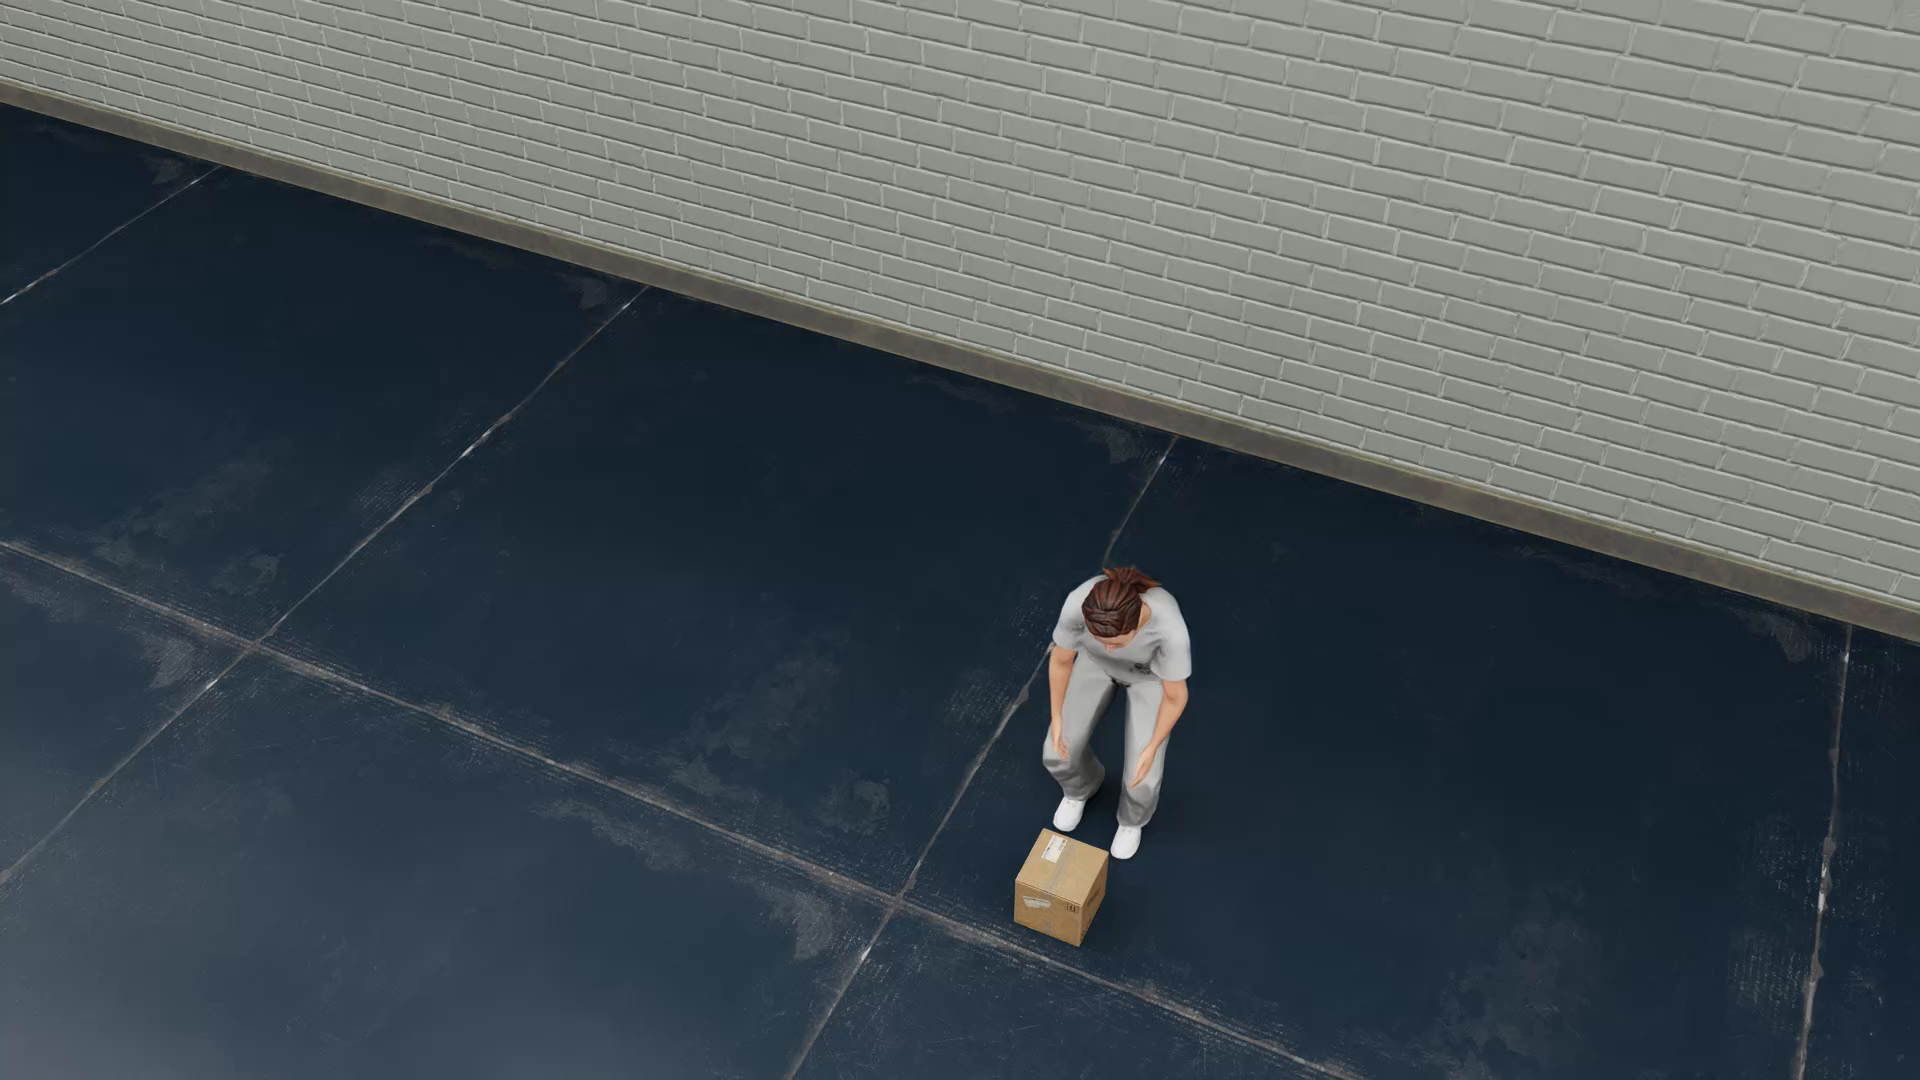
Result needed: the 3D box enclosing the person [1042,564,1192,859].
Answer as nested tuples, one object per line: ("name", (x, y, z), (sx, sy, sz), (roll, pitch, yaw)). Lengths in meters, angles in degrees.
("person", (0.561, 0.548, 5.753), (0.490, 1.417, 0.616), (18, 45, 19))
